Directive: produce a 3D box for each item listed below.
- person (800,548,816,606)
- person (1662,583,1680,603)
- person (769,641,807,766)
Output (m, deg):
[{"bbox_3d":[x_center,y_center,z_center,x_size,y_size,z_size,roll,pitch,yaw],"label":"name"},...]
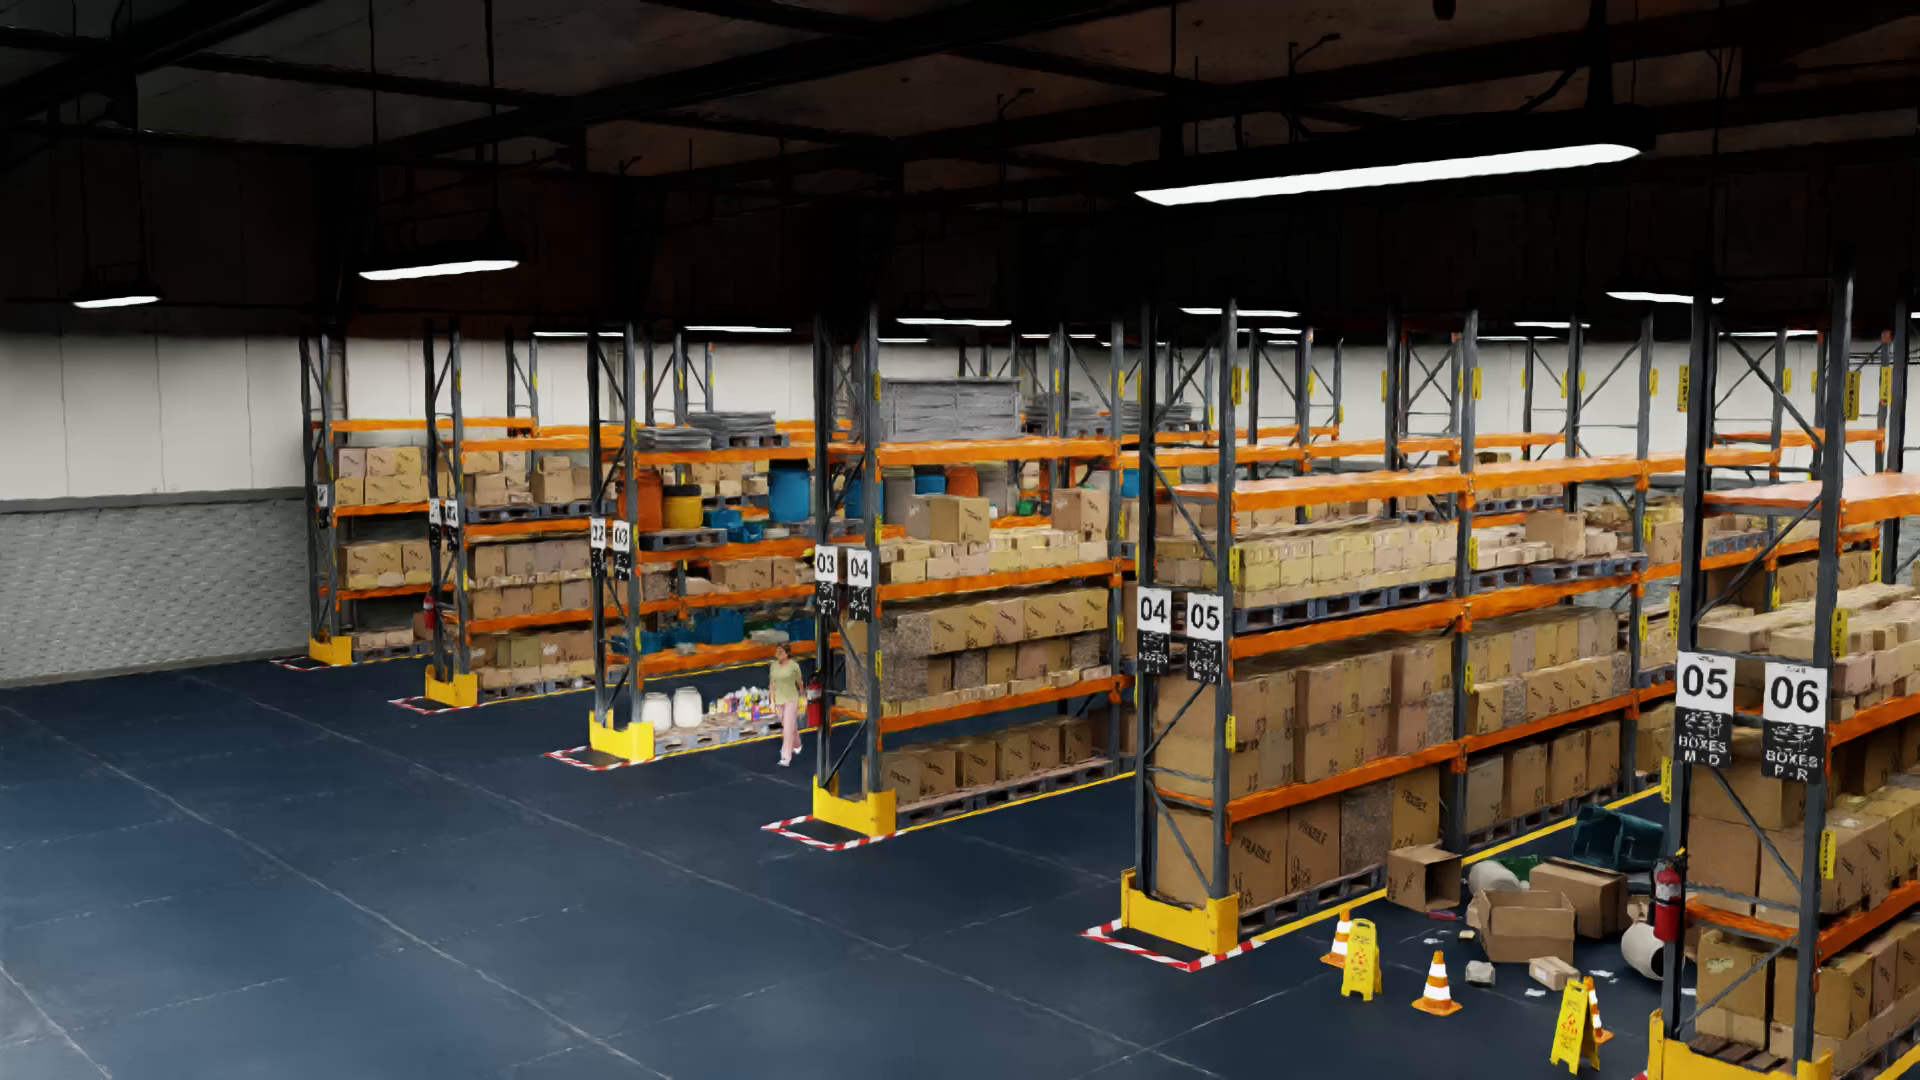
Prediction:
[{"bbox_3d":[-2.954,0.992,32.896,1.121,1.691,0.577,-5,8,-40],"label":"person"},{"bbox_3d":[12.162,1.518,28.231,0.507,1.618,0.580,-6,8,-44],"label":"person"},{"bbox_3d":[-2.319,2.137,22.072,0.484,1.622,0.949,3,6,24],"label":"person"}]
